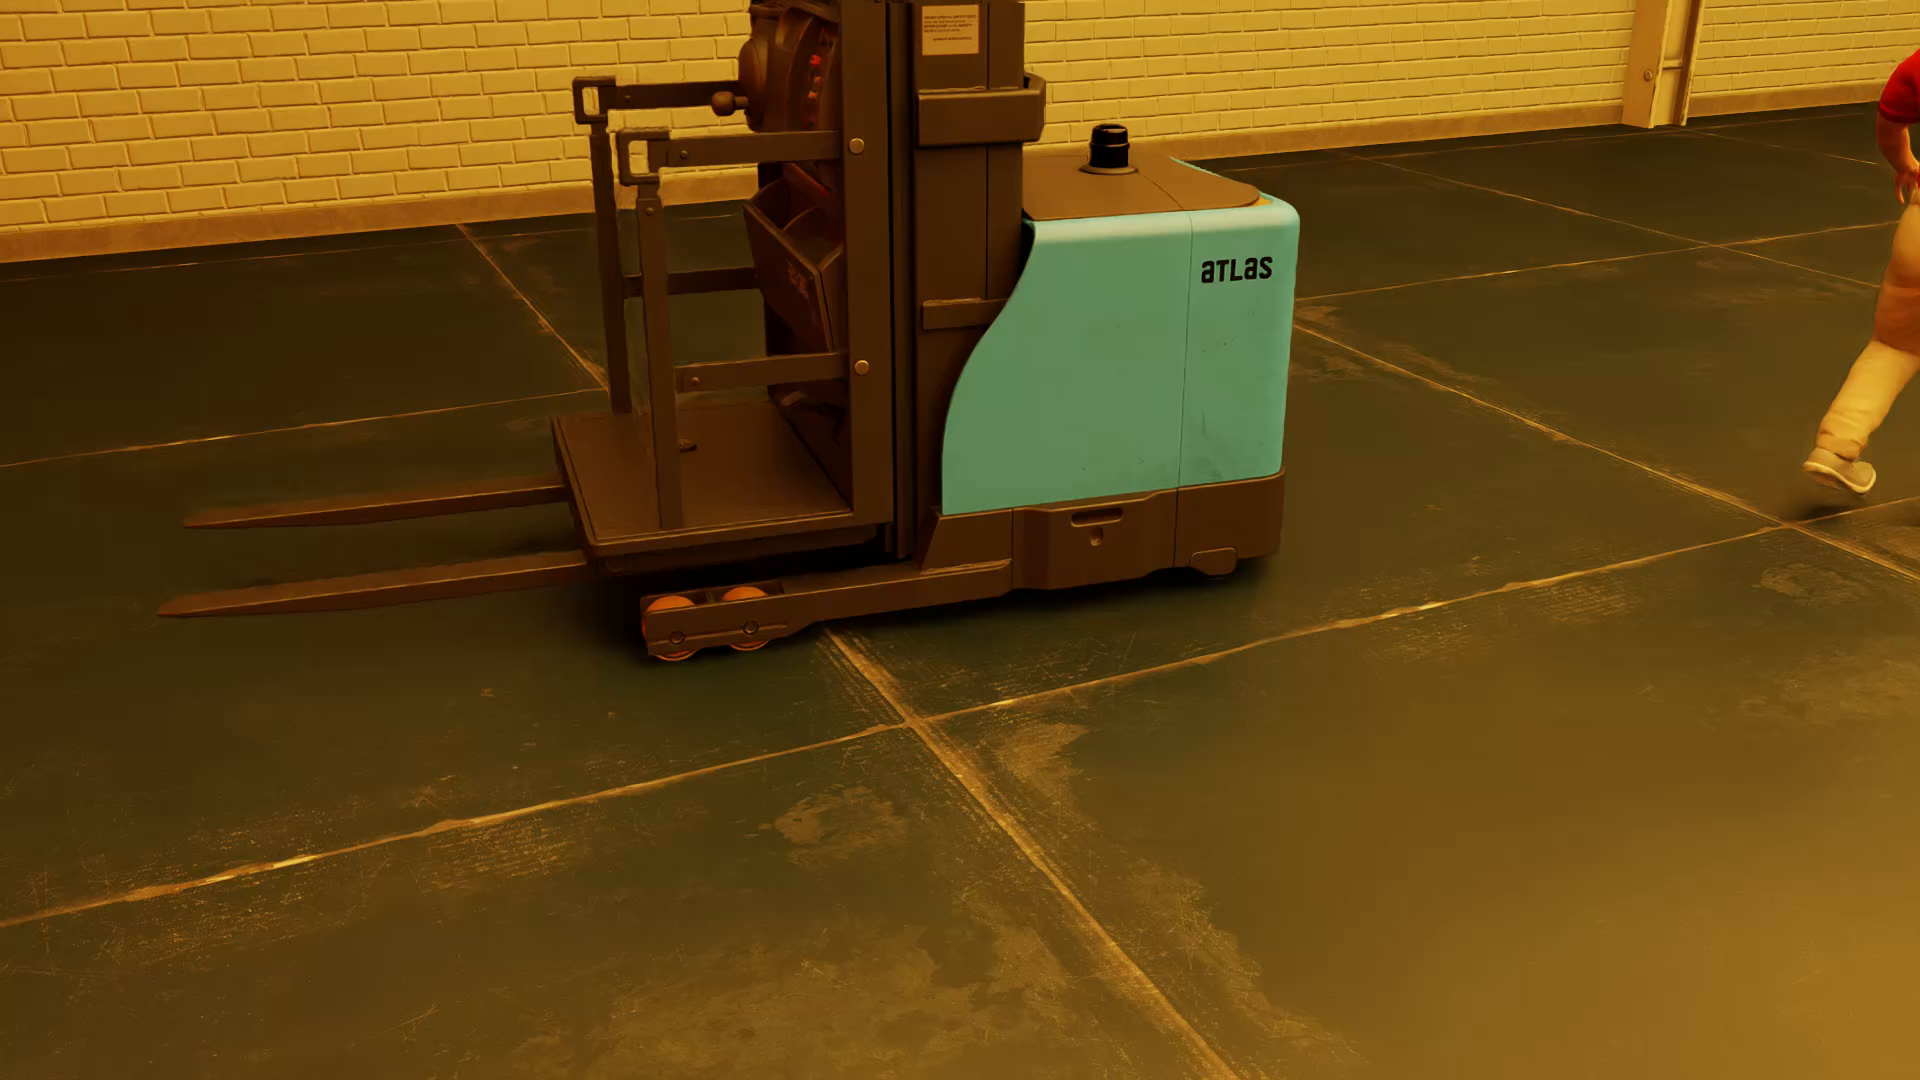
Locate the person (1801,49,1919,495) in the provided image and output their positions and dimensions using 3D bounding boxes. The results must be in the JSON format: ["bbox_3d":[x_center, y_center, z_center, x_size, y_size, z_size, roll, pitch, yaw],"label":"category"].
[{"bbox_3d":[3.043,-0.875,4.997,0.680,1.710,0.870,-12,26,-27],"label":"person"}]

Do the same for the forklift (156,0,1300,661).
[{"bbox_3d":[-0.636,-1.264,4.329,3.031,2.935,1.130,-7,24,-17],"label":"forklift"}]
